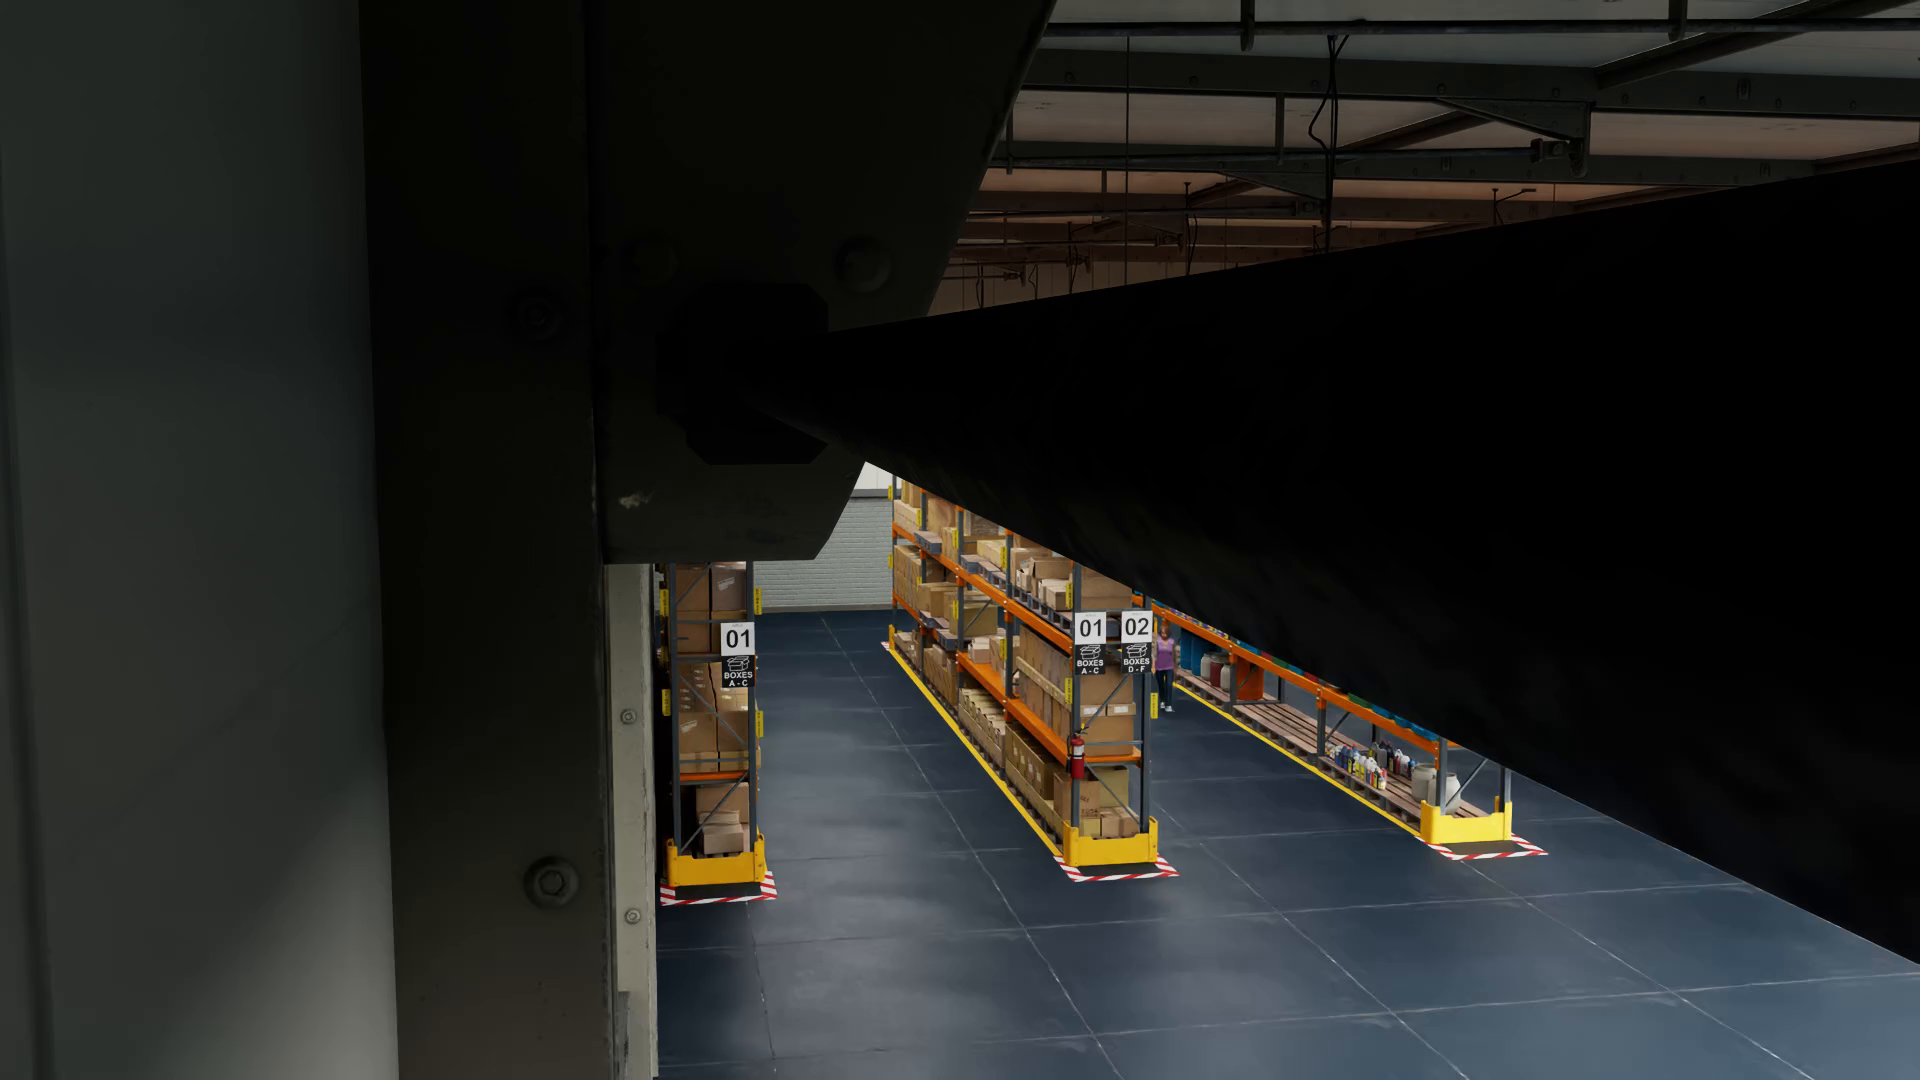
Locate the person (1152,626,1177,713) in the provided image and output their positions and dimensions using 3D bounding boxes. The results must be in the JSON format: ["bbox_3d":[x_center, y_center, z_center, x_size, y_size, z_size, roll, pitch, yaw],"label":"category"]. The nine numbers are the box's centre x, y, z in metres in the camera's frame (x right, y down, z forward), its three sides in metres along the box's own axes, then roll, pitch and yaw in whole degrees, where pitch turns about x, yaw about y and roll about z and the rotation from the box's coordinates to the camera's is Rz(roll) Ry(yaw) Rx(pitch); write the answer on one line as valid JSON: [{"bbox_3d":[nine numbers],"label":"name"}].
[{"bbox_3d":[3.659,2.321,29.870,0.442,1.545,0.972,1,6,13],"label":"person"}]
